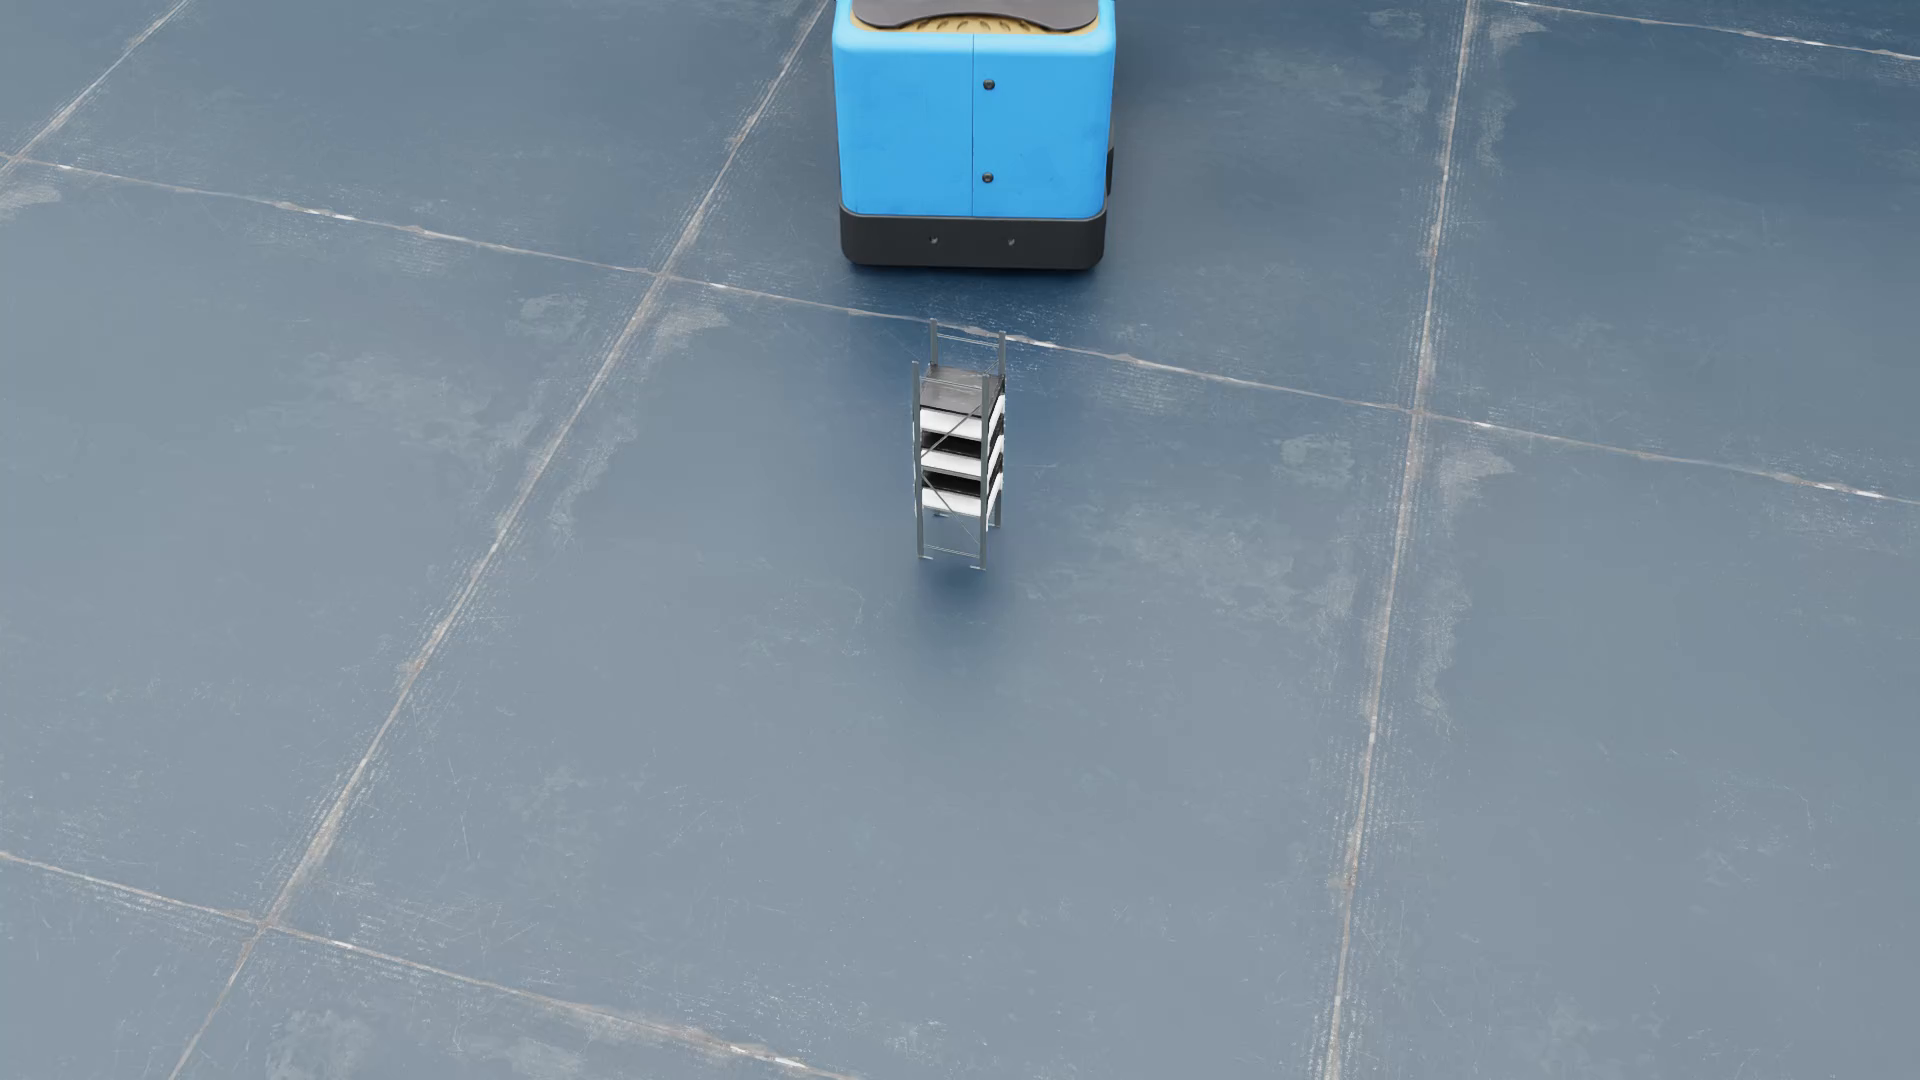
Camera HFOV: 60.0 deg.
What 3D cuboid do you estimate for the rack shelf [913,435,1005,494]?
[{"bbox_3d":[-0.002,-0.270,5.432,0.258,0.077,0.200,12,50,10],"label":"rack shelf"}]

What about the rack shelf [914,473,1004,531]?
[{"bbox_3d":[-0.002,-0.151,5.567,0.258,0.077,0.200,12,50,10],"label":"rack shelf"}]

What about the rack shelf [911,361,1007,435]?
[{"bbox_3d":[-0.002,-0.449,5.230,0.258,0.077,0.200,12,50,10],"label":"rack shelf"}]

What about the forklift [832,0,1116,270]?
[{"bbox_3d":[0.097,-3.141,6.567,1.130,2.935,3.031,1,49,1],"label":"forklift"}]

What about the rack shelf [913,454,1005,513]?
[{"bbox_3d":[-0.002,-0.210,5.500,0.258,0.077,0.200,12,50,10],"label":"rack shelf"}]

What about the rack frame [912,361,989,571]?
[{"bbox_3d":[-0.029,-0.218,5.343,0.240,0.900,0.006,12,50,10],"label":"rack frame"}]

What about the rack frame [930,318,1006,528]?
[{"bbox_3d":[0.025,-0.365,5.472,0.240,0.900,0.006,12,50,10],"label":"rack frame"}]

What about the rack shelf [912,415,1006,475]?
[{"bbox_3d":[-0.002,-0.329,5.365,0.258,0.077,0.200,12,50,10],"label":"rack shelf"}]

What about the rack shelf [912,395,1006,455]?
[{"bbox_3d":[-0.002,-0.389,5.297,0.258,0.077,0.200,12,50,10],"label":"rack shelf"}]

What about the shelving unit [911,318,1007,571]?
[{"bbox_3d":[-0.002,-0.292,5.407,0.258,0.900,0.210,12,50,10],"label":"shelving unit"}]
